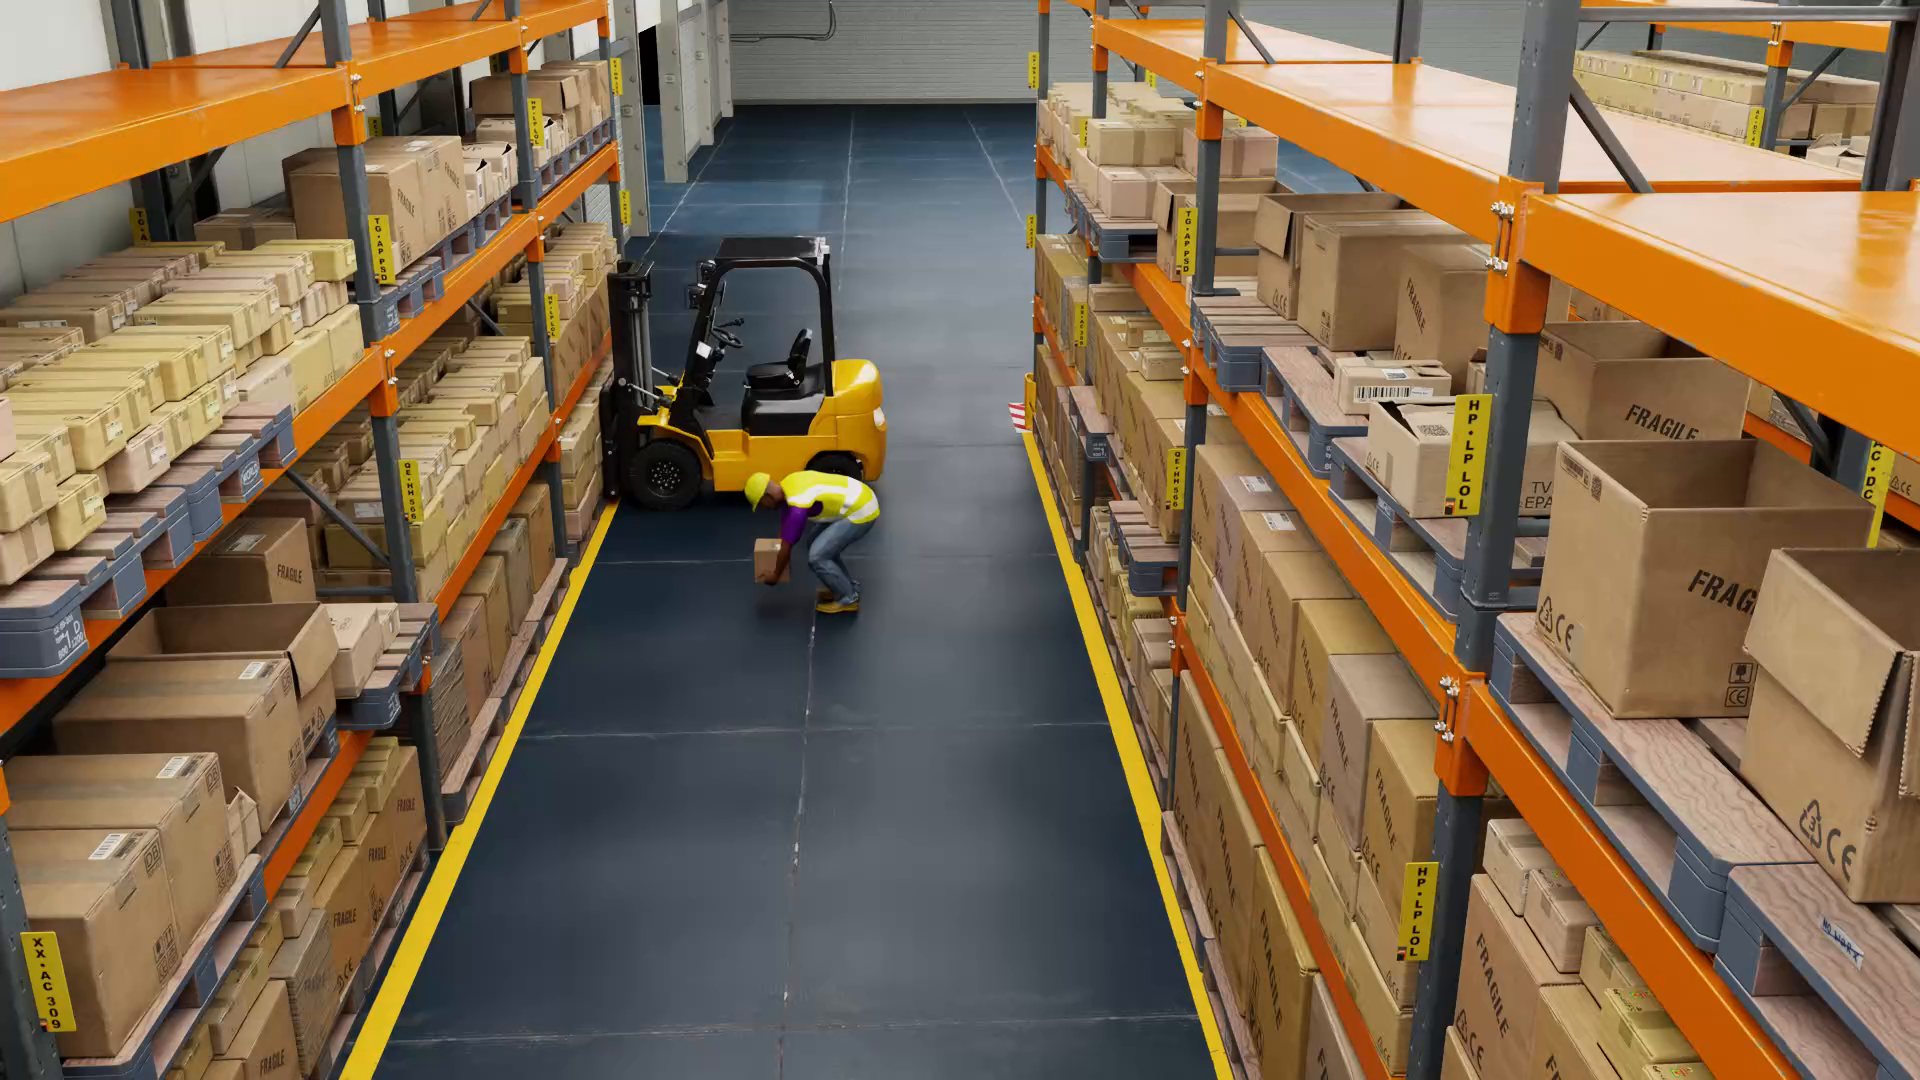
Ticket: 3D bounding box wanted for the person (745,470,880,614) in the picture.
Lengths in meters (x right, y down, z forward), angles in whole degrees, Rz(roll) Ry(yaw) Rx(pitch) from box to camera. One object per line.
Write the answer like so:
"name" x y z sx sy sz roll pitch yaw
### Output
"person" -1.063 -0.003 12.097 0.966 1.042 0.517 -2 20 -6
